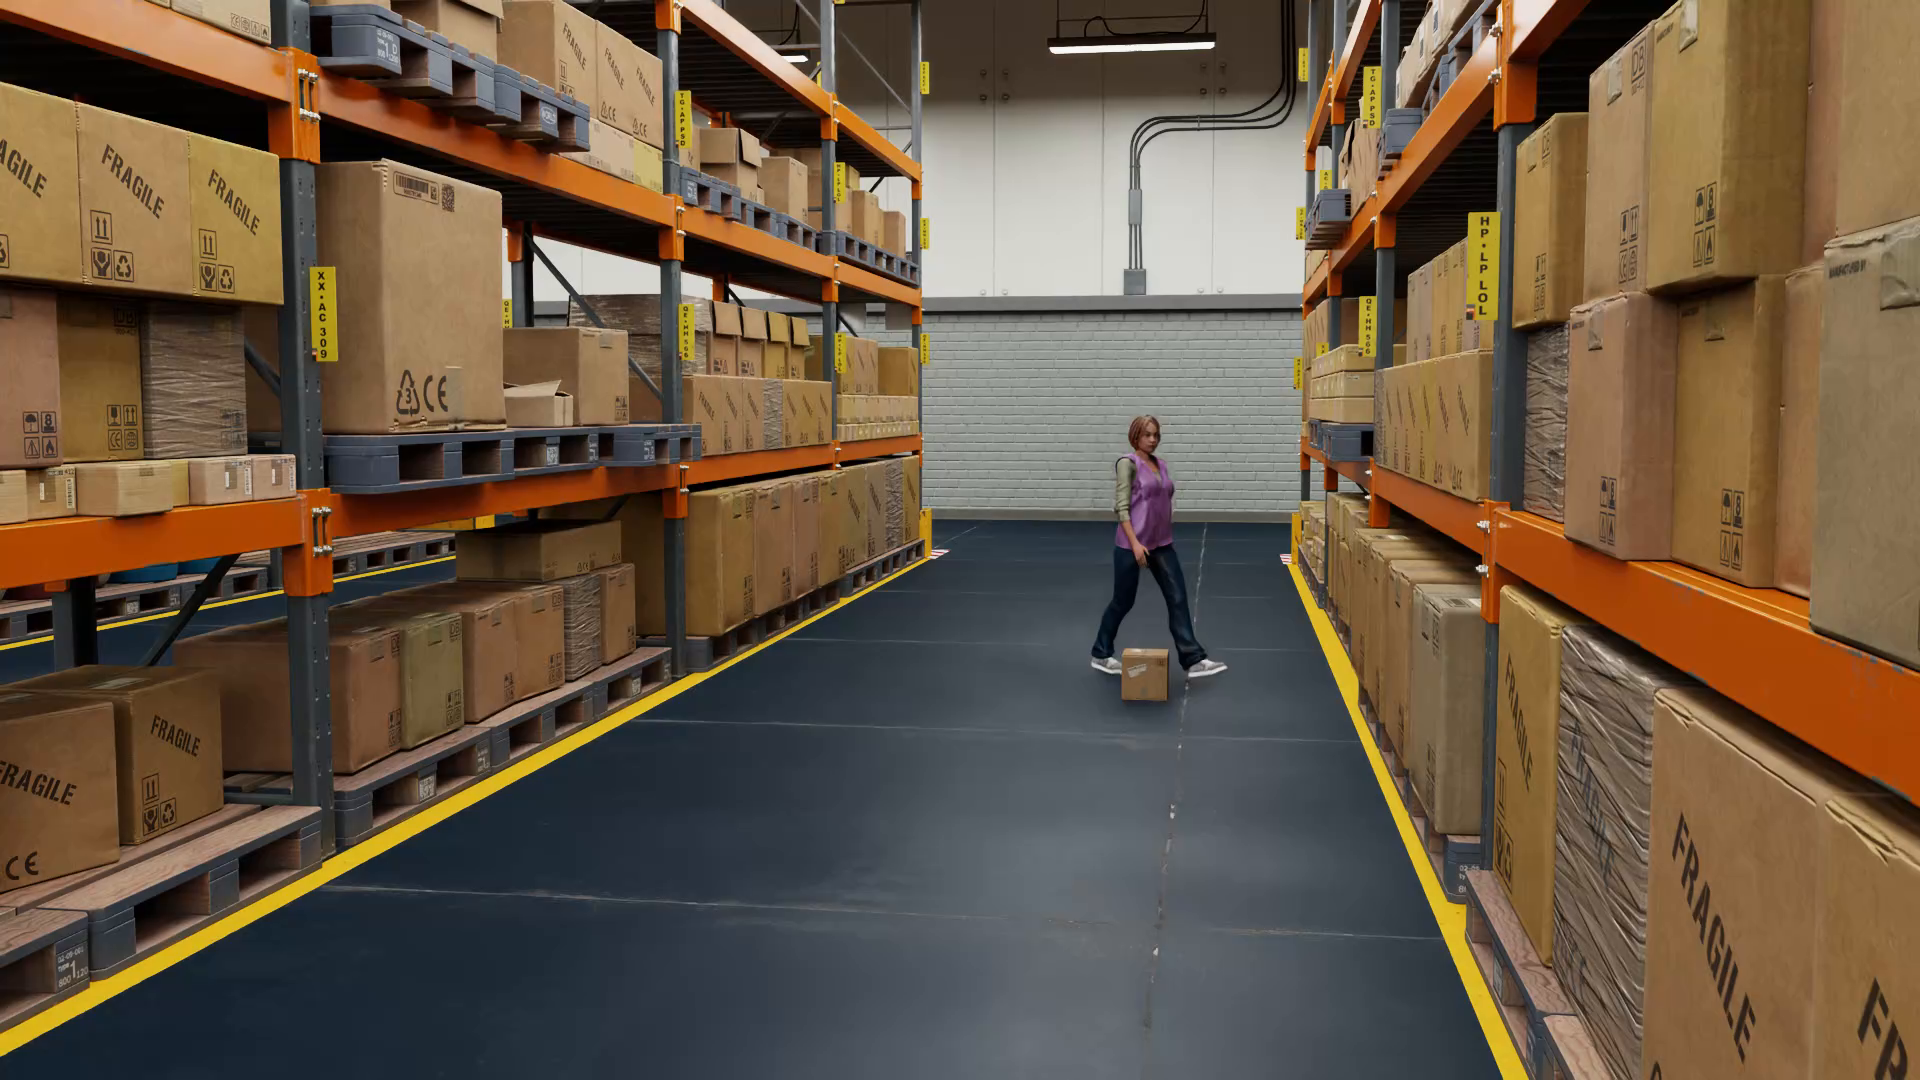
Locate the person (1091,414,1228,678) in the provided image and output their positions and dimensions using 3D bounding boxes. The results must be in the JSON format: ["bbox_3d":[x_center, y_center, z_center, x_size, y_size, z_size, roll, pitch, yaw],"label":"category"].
[{"bbox_3d":[1.135,0.044,9.700,0.446,1.550,0.922,-3,6,-33],"label":"person"}]
